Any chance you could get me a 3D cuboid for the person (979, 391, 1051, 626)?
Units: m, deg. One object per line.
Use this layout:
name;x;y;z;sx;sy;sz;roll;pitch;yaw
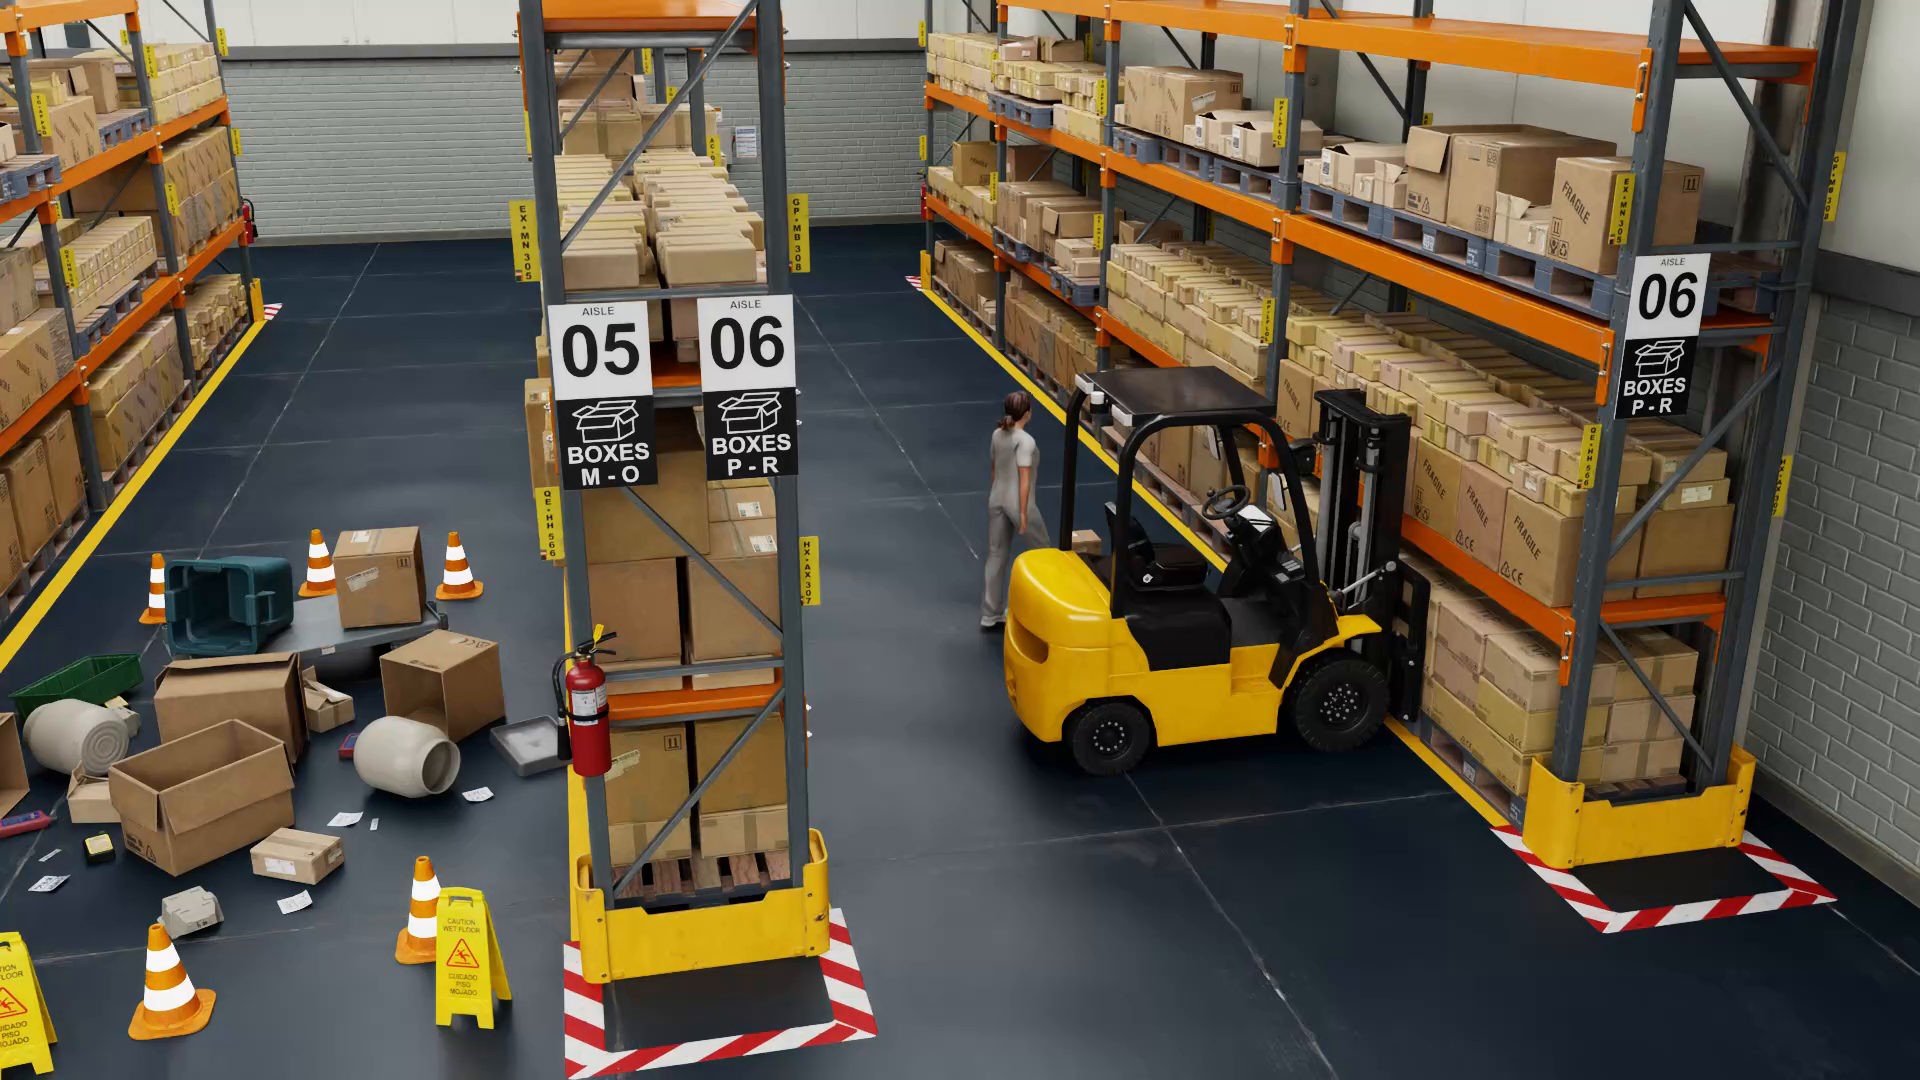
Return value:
person;0.339;-0.201;11.655;0.472;1.689;0.540;19;27;42
